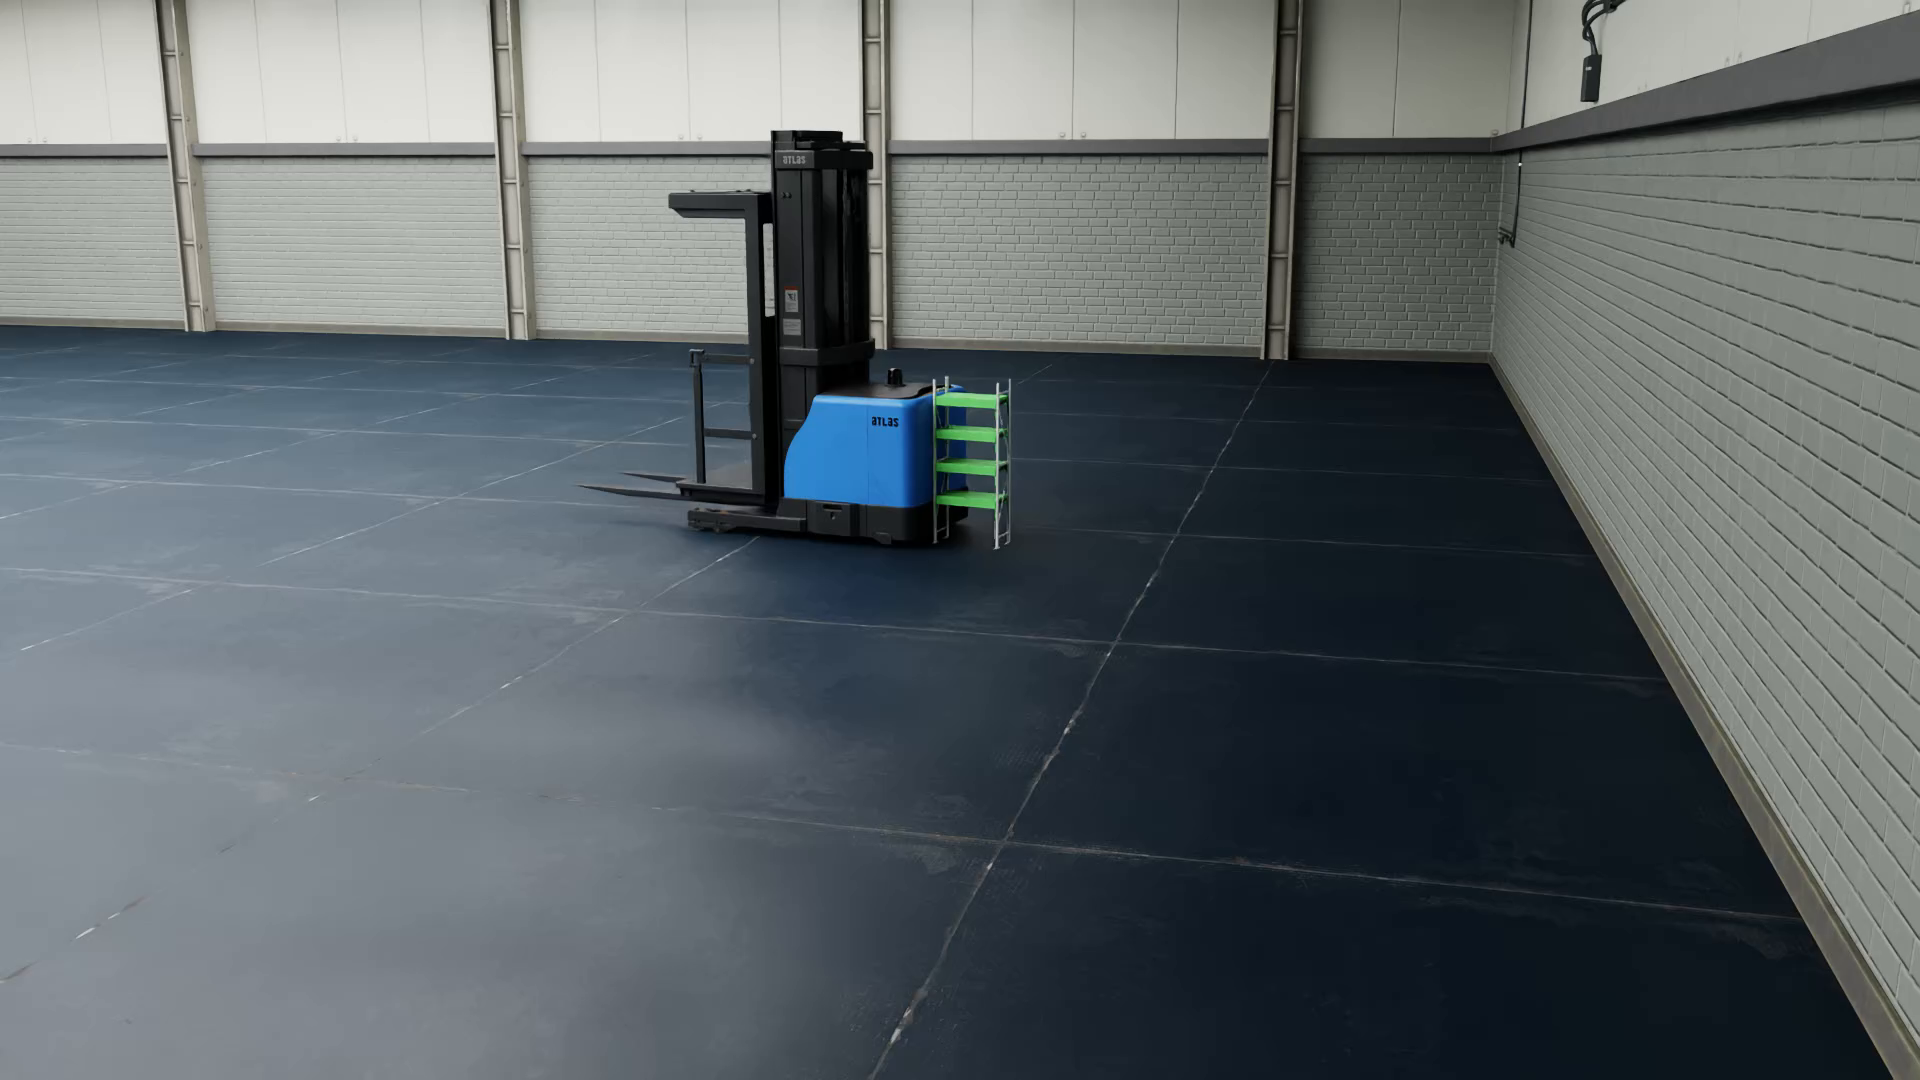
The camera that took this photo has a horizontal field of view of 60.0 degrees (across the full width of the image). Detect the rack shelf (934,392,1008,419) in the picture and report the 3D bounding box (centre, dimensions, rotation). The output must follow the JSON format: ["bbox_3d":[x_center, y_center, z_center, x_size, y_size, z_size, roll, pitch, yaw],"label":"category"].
[{"bbox_3d":[0.087,-0.967,11.902,0.480,0.148,0.258,5,14,23],"label":"rack shelf"}]

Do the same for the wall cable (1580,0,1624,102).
[{"bbox_3d":[4.816,-6.257,11.810,0.169,6.003,2.305,3,13,14],"label":"wall cable"}]

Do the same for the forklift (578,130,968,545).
[{"bbox_3d":[-1.503,-1.581,12.595,3.031,2.935,1.130,5,14,23],"label":"forklift"}]

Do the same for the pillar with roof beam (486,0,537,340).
[{"bbox_3d":[-8.119,-6.741,21.842,0.400,9.000,9.100,3,13,14],"label":"pillar with roof beam"}]

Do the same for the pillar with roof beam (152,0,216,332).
[{"bbox_3d":[-13.944,-7.052,23.245,0.400,9.000,9.100,3,13,14],"label":"pillar with roof beam"}]

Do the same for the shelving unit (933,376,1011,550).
[{"bbox_3d":[0.087,-0.561,11.993,0.503,1.200,0.258,5,14,23],"label":"shelving unit"}]

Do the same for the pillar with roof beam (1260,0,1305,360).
[{"bbox_3d":[3.531,-6.118,19.035,0.400,9.000,9.100,3,13,14],"label":"pillar with roof beam"}]

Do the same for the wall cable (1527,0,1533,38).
[{"bbox_3d":[6.458,-6.973,18.398,0.112,2.526,3.097,3,13,14],"label":"wall cable"}]

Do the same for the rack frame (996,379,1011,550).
[{"bbox_3d":[0.310,-0.540,11.898,0.015,1.200,0.240,5,14,23],"label":"rack frame"}]

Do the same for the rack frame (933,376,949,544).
[{"bbox_3d":[-0.137,-0.582,12.087,0.015,1.200,0.240,5,14,23],"label":"rack frame"}]

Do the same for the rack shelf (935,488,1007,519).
[{"bbox_3d":[0.087,-0.264,12.058,0.480,0.148,0.258,5,14,23],"label":"rack shelf"}]

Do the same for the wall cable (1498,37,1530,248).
[{"bbox_3d":[7.106,-5.077,21.509,0.112,2.526,3.097,3,13,14],"label":"wall cable"}]

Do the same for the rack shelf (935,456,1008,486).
[{"bbox_3d":[0.087,-0.499,12.006,0.480,0.148,0.258,5,14,23],"label":"rack shelf"}]

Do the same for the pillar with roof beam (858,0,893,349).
[{"bbox_3d":[-2.294,-6.430,20.438,0.400,9.000,9.100,3,13,14],"label":"pillar with roof beam"}]

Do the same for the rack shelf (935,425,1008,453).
[{"bbox_3d":[0.087,-0.733,11.954,0.480,0.148,0.258,5,14,23],"label":"rack shelf"}]
